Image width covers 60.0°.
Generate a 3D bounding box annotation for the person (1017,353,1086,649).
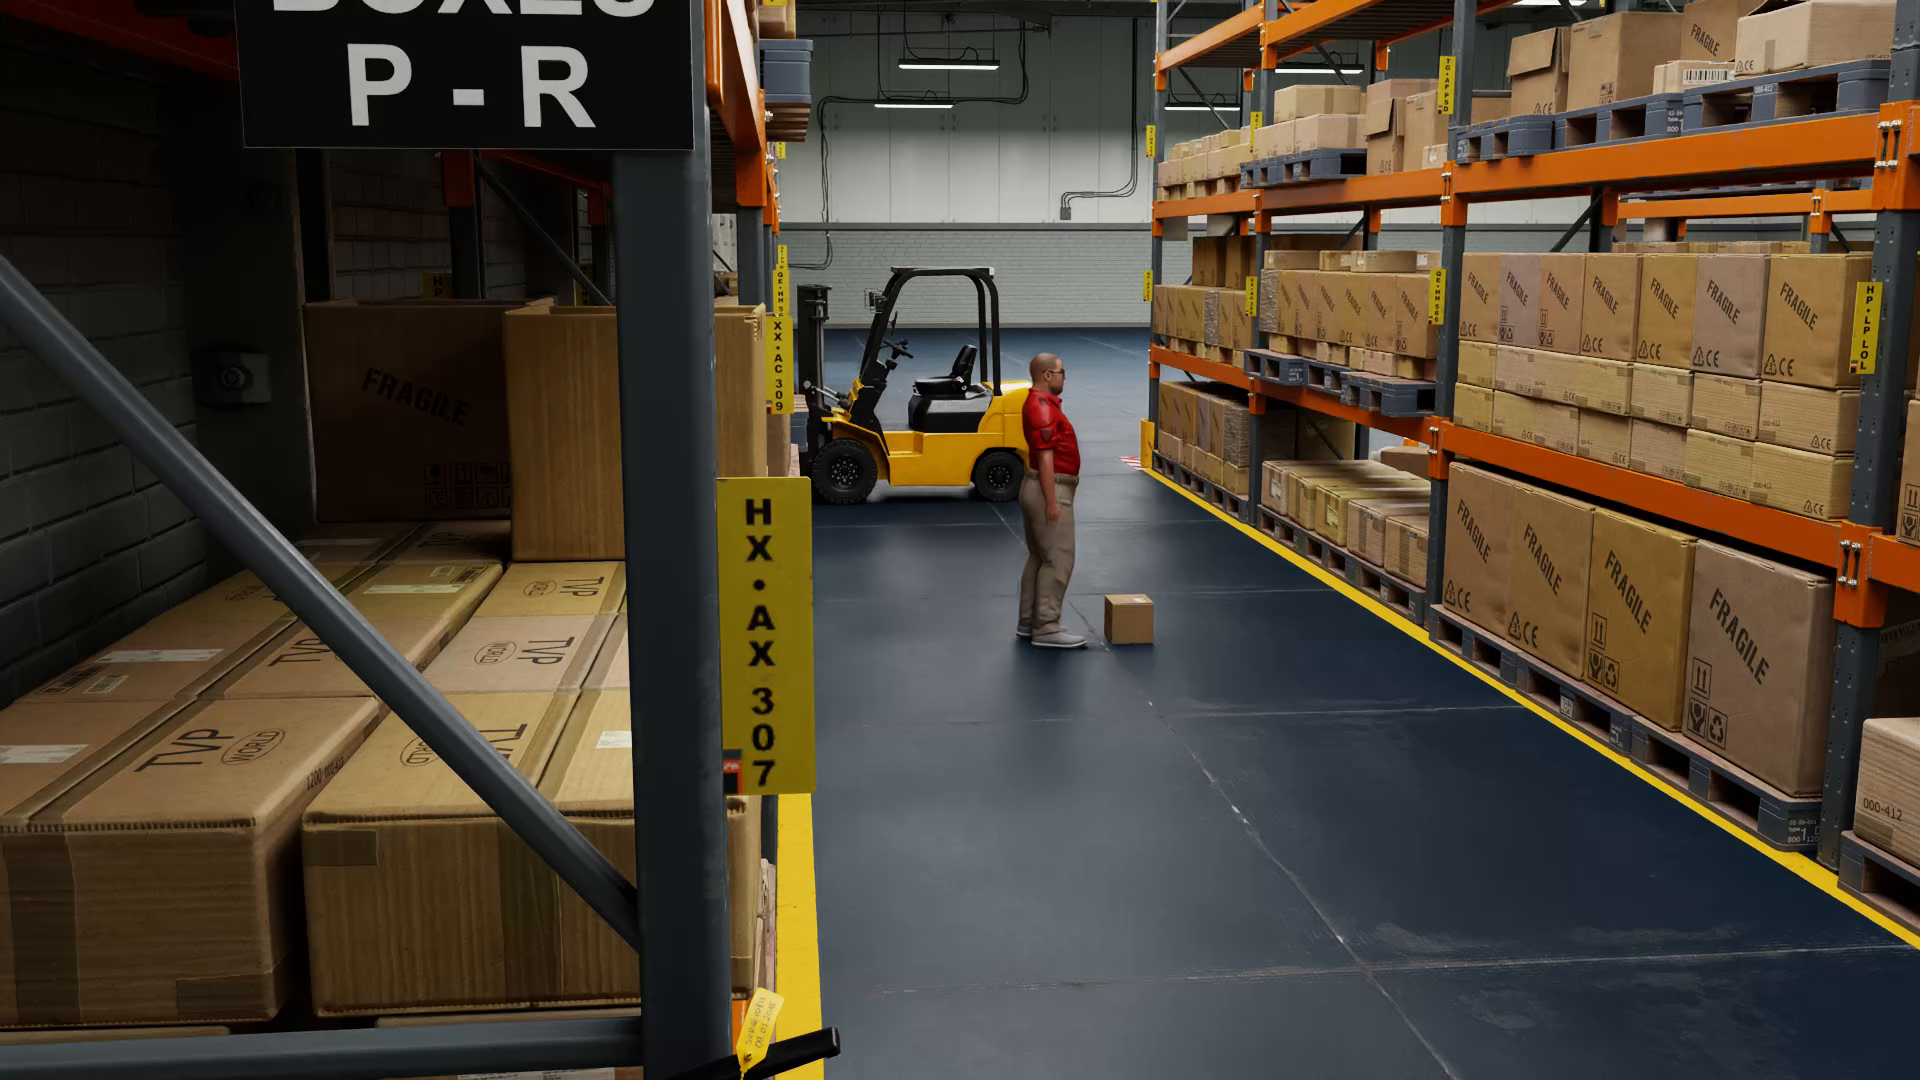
[{"bbox_3d":[0.542,-0.241,9.847,0.384,1.726,0.530,-1,10,-5],"label":"person"}]
